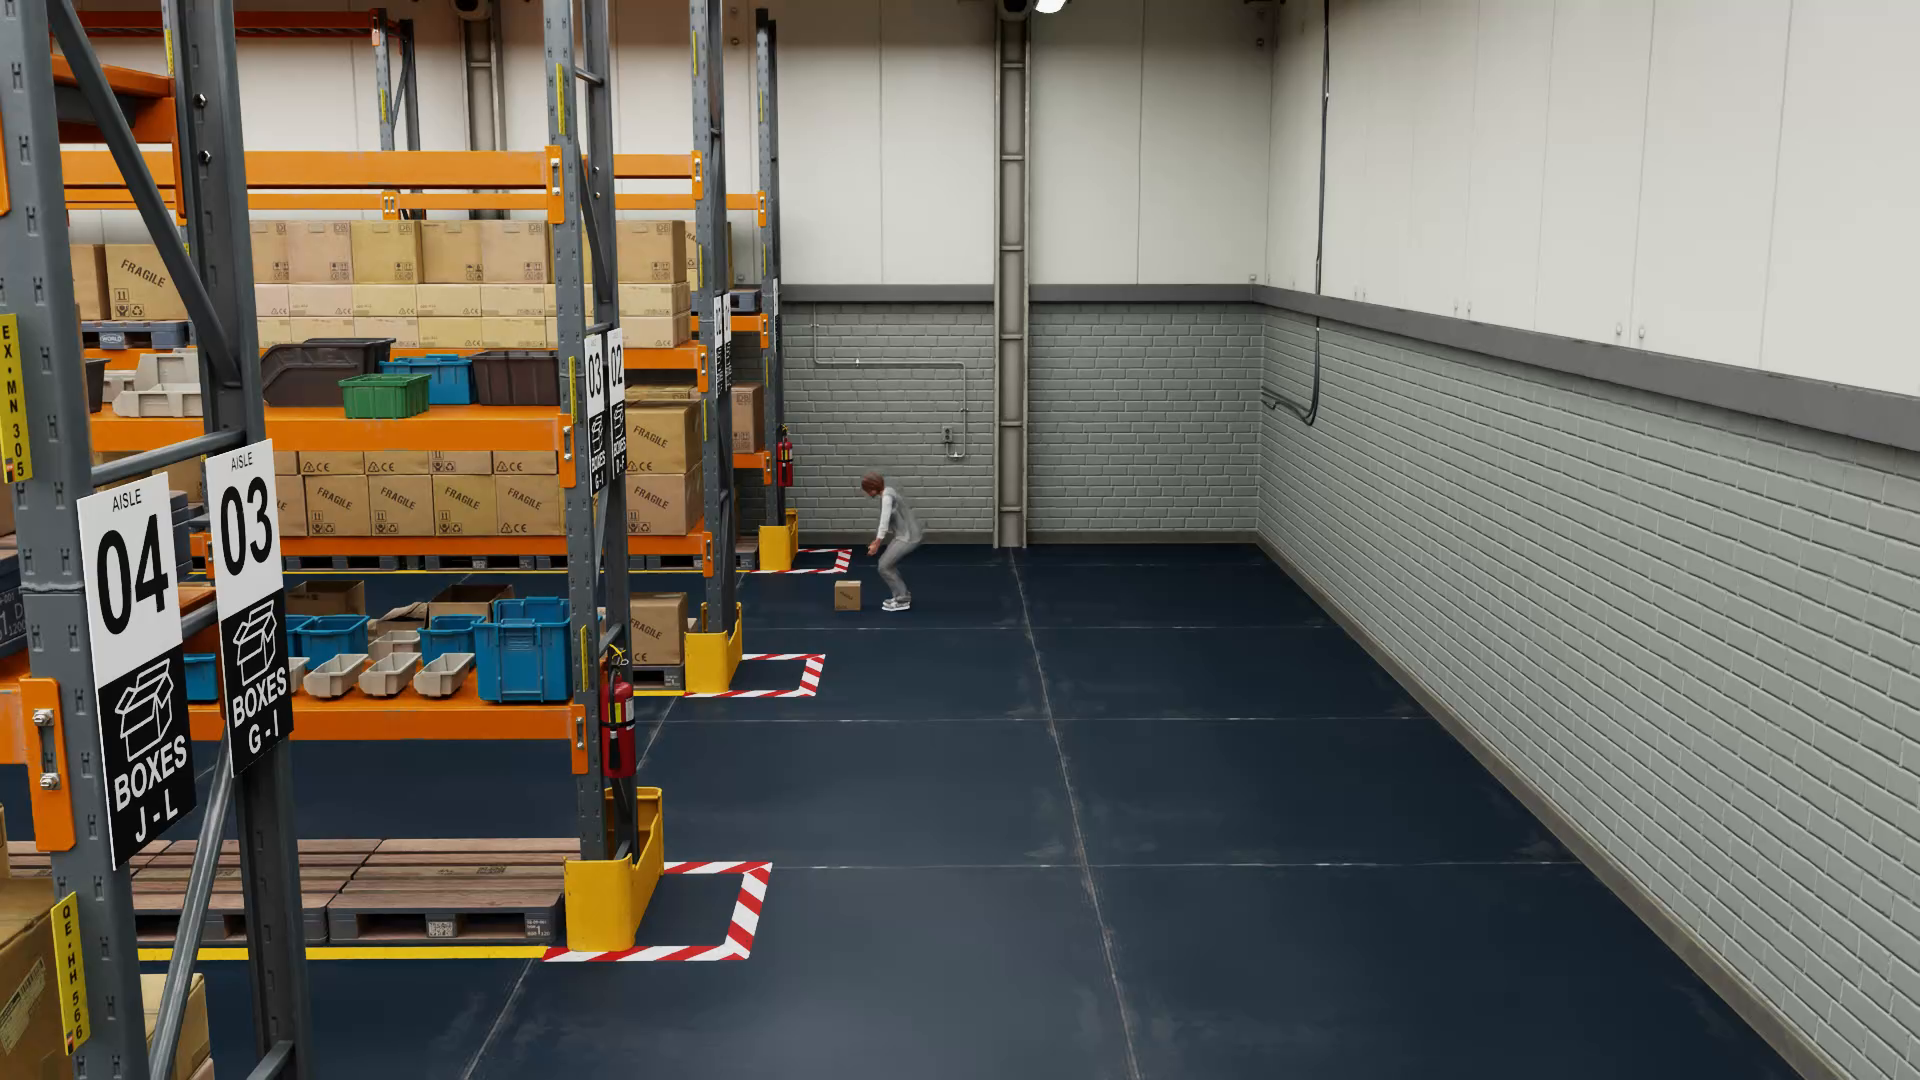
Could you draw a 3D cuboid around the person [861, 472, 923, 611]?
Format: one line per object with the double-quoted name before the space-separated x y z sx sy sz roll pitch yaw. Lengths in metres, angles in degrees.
"person" -0.672 0.022 16.499 0.602 1.361 0.460 0 11 -1
